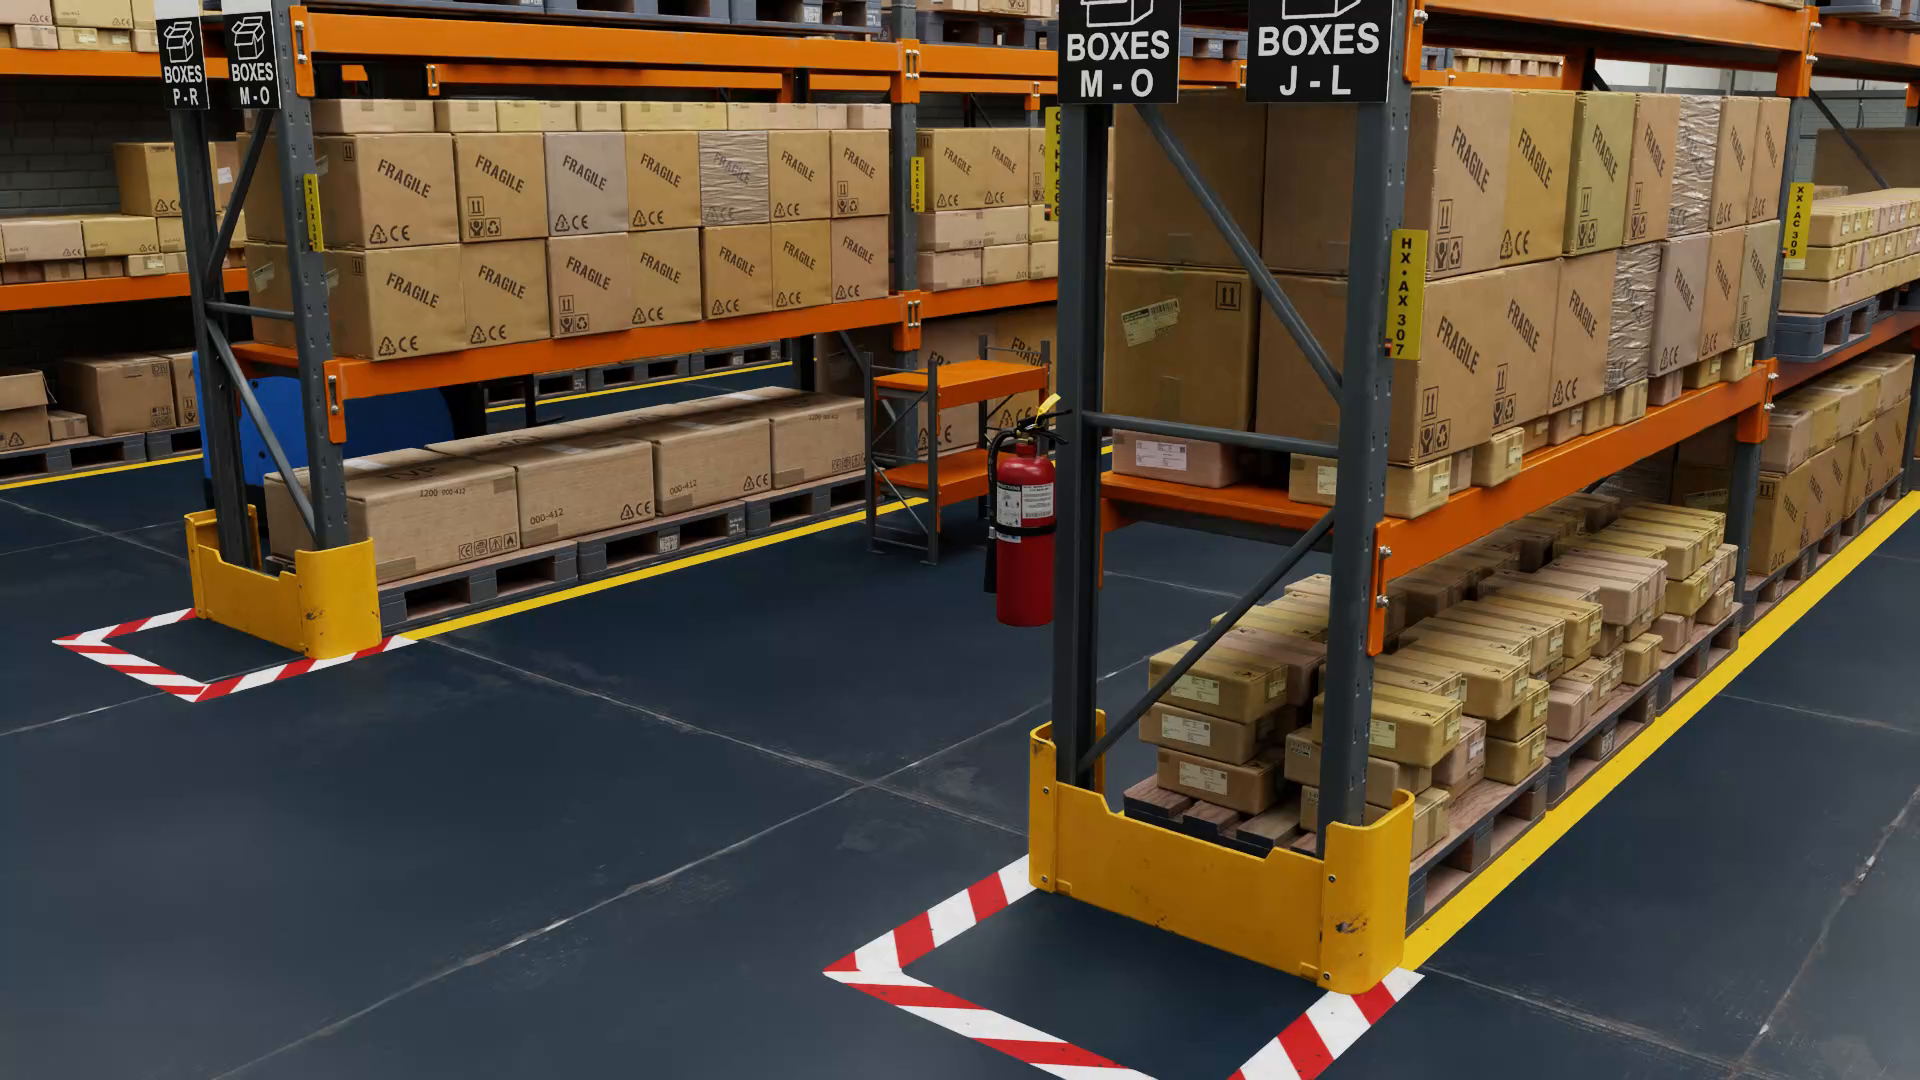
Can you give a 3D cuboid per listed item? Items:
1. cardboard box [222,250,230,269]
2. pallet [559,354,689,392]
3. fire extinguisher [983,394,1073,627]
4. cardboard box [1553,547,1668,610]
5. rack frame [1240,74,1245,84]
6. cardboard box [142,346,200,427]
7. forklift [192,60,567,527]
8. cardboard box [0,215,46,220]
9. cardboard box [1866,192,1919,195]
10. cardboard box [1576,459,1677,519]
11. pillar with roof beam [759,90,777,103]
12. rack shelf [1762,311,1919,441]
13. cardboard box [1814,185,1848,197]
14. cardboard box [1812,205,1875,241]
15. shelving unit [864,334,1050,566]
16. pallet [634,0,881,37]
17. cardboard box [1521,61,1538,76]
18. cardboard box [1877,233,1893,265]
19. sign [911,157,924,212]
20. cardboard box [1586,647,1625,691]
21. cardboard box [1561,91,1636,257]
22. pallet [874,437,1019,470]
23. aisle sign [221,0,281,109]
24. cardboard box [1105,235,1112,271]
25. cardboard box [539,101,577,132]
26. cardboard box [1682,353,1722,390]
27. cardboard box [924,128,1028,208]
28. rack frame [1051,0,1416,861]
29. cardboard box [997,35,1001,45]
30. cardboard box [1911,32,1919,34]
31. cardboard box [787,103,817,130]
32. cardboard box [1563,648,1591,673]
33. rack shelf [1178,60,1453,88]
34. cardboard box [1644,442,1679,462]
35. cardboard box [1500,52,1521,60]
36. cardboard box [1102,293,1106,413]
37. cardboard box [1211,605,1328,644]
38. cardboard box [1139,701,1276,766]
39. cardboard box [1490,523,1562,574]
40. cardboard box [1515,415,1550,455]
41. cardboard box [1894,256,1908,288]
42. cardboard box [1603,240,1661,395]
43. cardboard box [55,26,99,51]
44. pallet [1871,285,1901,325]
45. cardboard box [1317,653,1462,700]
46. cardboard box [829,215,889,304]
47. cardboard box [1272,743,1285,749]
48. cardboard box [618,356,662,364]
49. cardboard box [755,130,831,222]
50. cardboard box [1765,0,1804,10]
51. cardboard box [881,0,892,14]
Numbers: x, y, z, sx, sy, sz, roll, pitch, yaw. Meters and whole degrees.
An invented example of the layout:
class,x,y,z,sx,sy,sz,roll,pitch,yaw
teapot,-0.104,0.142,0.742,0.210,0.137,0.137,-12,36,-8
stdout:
class,x,y,z,sx,sy,sz,roll,pitch,yaw
cardboard box,-5.543,-2.053,12.124,0.380,0.149,0.250,11,18,37
pallet,-3.307,-1.613,15.543,1.003,0.211,1.213,11,18,38
fire extinguisher,0.191,-0.093,4.811,0.296,0.674,0.183,11,18,38
cardboard box,2.598,0.152,6.661,0.380,0.149,0.250,10,17,35
rack frame,1.822,-2.567,13.634,1.000,3.000,0.127,11,18,38
cardboard box,-5.633,-1.140,12.242,0.500,0.500,0.500,12,18,39
forklift,-3.362,-1.763,10.609,1.130,2.935,3.031,7,16,26
cardboard box,-6.661,-2.101,11.502,0.500,0.250,0.500,11,18,38
cardboard box,5.295,-1.876,9.363,0.380,0.149,0.250,12,19,39
cardboard box,3.491,-0.227,8.647,0.500,0.500,0.500,11,18,36
pillar with roof beam,1.426,-5.965,14.826,9.100,9.000,0.400,11,18,38
rack shelf,4.479,-1.088,9.276,1.077,0.370,4.000,11,18,38
cardboard box,5.292,-2.131,10.367,0.380,0.149,0.250,11,18,38
cardboard box,4.161,-1.531,8.008,0.380,0.149,0.250,11,18,38
shelving unit,-0.004,-0.544,9.479,0.538,1.125,1.048,11,18,38
pallet,-1.214,-3.056,9.650,1.003,0.211,1.213,11,18,38
cardboard box,5.913,-5.018,17.702,0.380,0.149,0.250,11,18,37
cardboard box,4.481,-1.485,8.431,0.380,0.149,0.250,12,19,40
sign,-0.259,-2.173,10.165,0.100,0.325,0.005,11,18,38
cardboard box,2.374,0.490,6.539,0.380,0.149,0.250,12,18,39
cardboard box,1.853,-1.204,5.431,0.500,0.500,0.500,11,18,36
pallet,-0.265,-0.608,11.589,1.003,0.211,1.213,11,18,38
aisle sign,-3.026,-2.236,7.052,0.394,0.787,0.004,11,18,38
cardboard box,0.770,-2.061,11.947,0.500,0.250,0.500,11,18,37
cardboard box,-2.130,-2.112,8.293,0.380,0.149,0.250,11,18,38
cardboard box,2.933,-0.733,6.927,0.380,0.149,0.250,12,19,40
cardboard box,0.107,-2.475,11.040,0.500,0.500,0.500,11,18,37
rack frame,0.708,-0.288,4.664,1.000,3.000,0.127,11,18,38
cardboard box,0.208,-5.586,18.554,0.500,0.311,0.500,11,18,36
cardboard box,4.953,-2.981,8.968,0.500,0.500,0.500,11,18,38
cardboard box,-1.052,-2.460,9.663,0.380,0.149,0.250,11,18,38
cardboard box,2.192,0.375,6.388,0.380,0.149,0.250,12,19,40
rack shelf,3.079,-4.055,14.861,1.077,0.370,4.000,11,18,38
cardboard box,3.493,-0.591,8.559,0.500,0.250,0.500,11,18,36
cardboard box,5.468,-5.094,17.191,0.500,0.250,0.500,11,18,38
cardboard box,0.760,-1.451,12.704,0.875,0.875,0.875,12,18,38
cardboard box,1.110,0.353,5.870,0.380,0.149,0.250,11,18,36
cardboard box,0.818,0.601,5.498,0.380,0.149,0.250,11,18,36
cardboard box,2.358,0.023,7.169,0.380,0.149,0.250,11,18,36
cardboard box,1.751,-0.395,5.595,0.380,0.149,0.250,11,18,37
cardboard box,4.804,-1.439,8.851,0.380,0.149,0.250,10,17,35
cardboard box,2.155,-0.821,5.954,0.500,0.500,0.500,11,18,36
cardboard box,-5.973,-3.343,11.108,0.380,0.149,0.250,11,18,37
pallet,4.524,-1.342,9.201,1.003,0.211,1.213,11,18,38
cardboard box,1.381,0.483,5.359,0.380,0.149,0.250,12,18,39
cardboard box,-0.785,-1.721,10.101,0.500,0.500,0.500,11,18,38
cardboard box,0.959,0.692,5.743,0.380,0.149,0.250,12,19,39
cardboard box,-3.101,-1.915,15.291,0.500,0.500,0.500,10,18,36
cardboard box,-1.099,-2.105,9.582,0.500,0.500,0.500,11,18,37
cardboard box,3.123,-2.299,6.794,0.500,0.250,0.500,12,18,39
cardboard box,-0.301,-3.616,11.001,0.500,0.311,0.500,11,18,38
